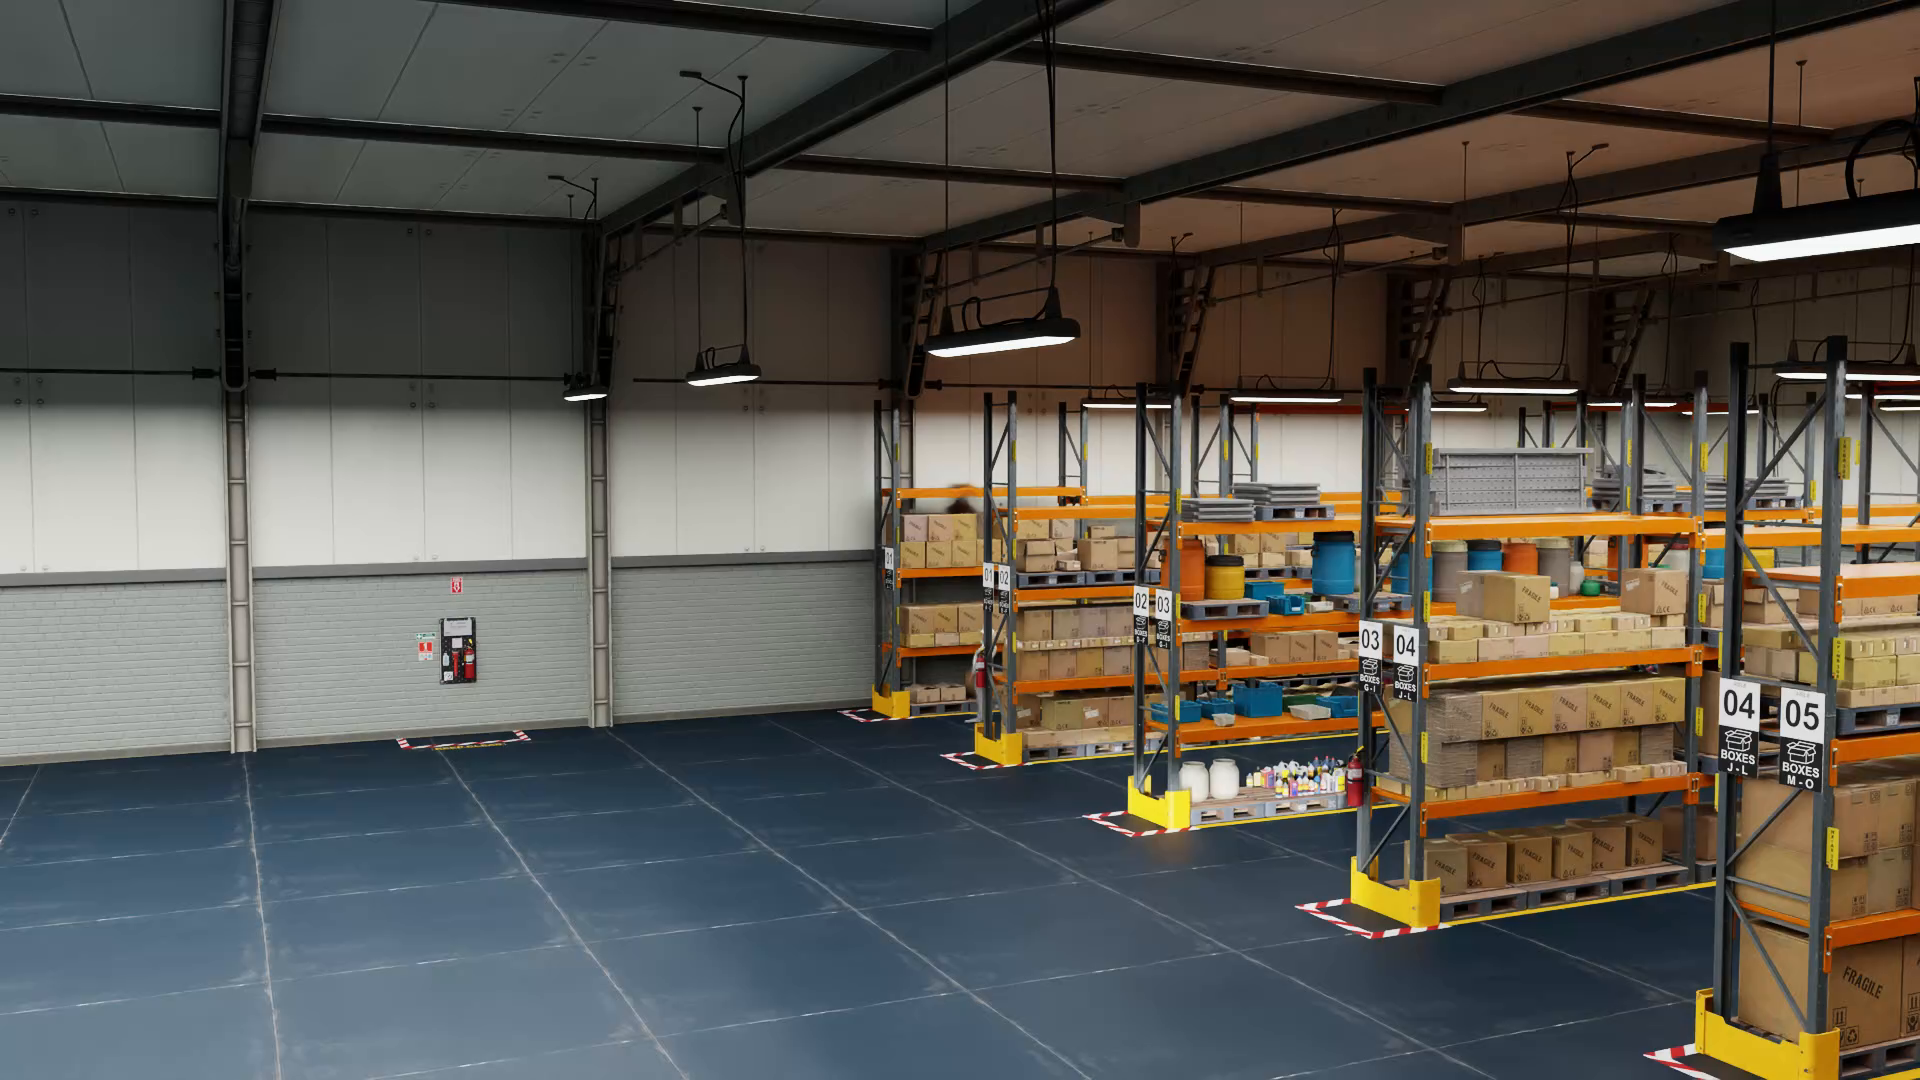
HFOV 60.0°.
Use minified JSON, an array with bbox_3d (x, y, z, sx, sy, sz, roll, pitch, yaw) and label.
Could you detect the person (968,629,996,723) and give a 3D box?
[{"bbox_3d":[0.444,2.497,30.867,0.525,1.743,0.570,1,3,14],"label":"person"}]
